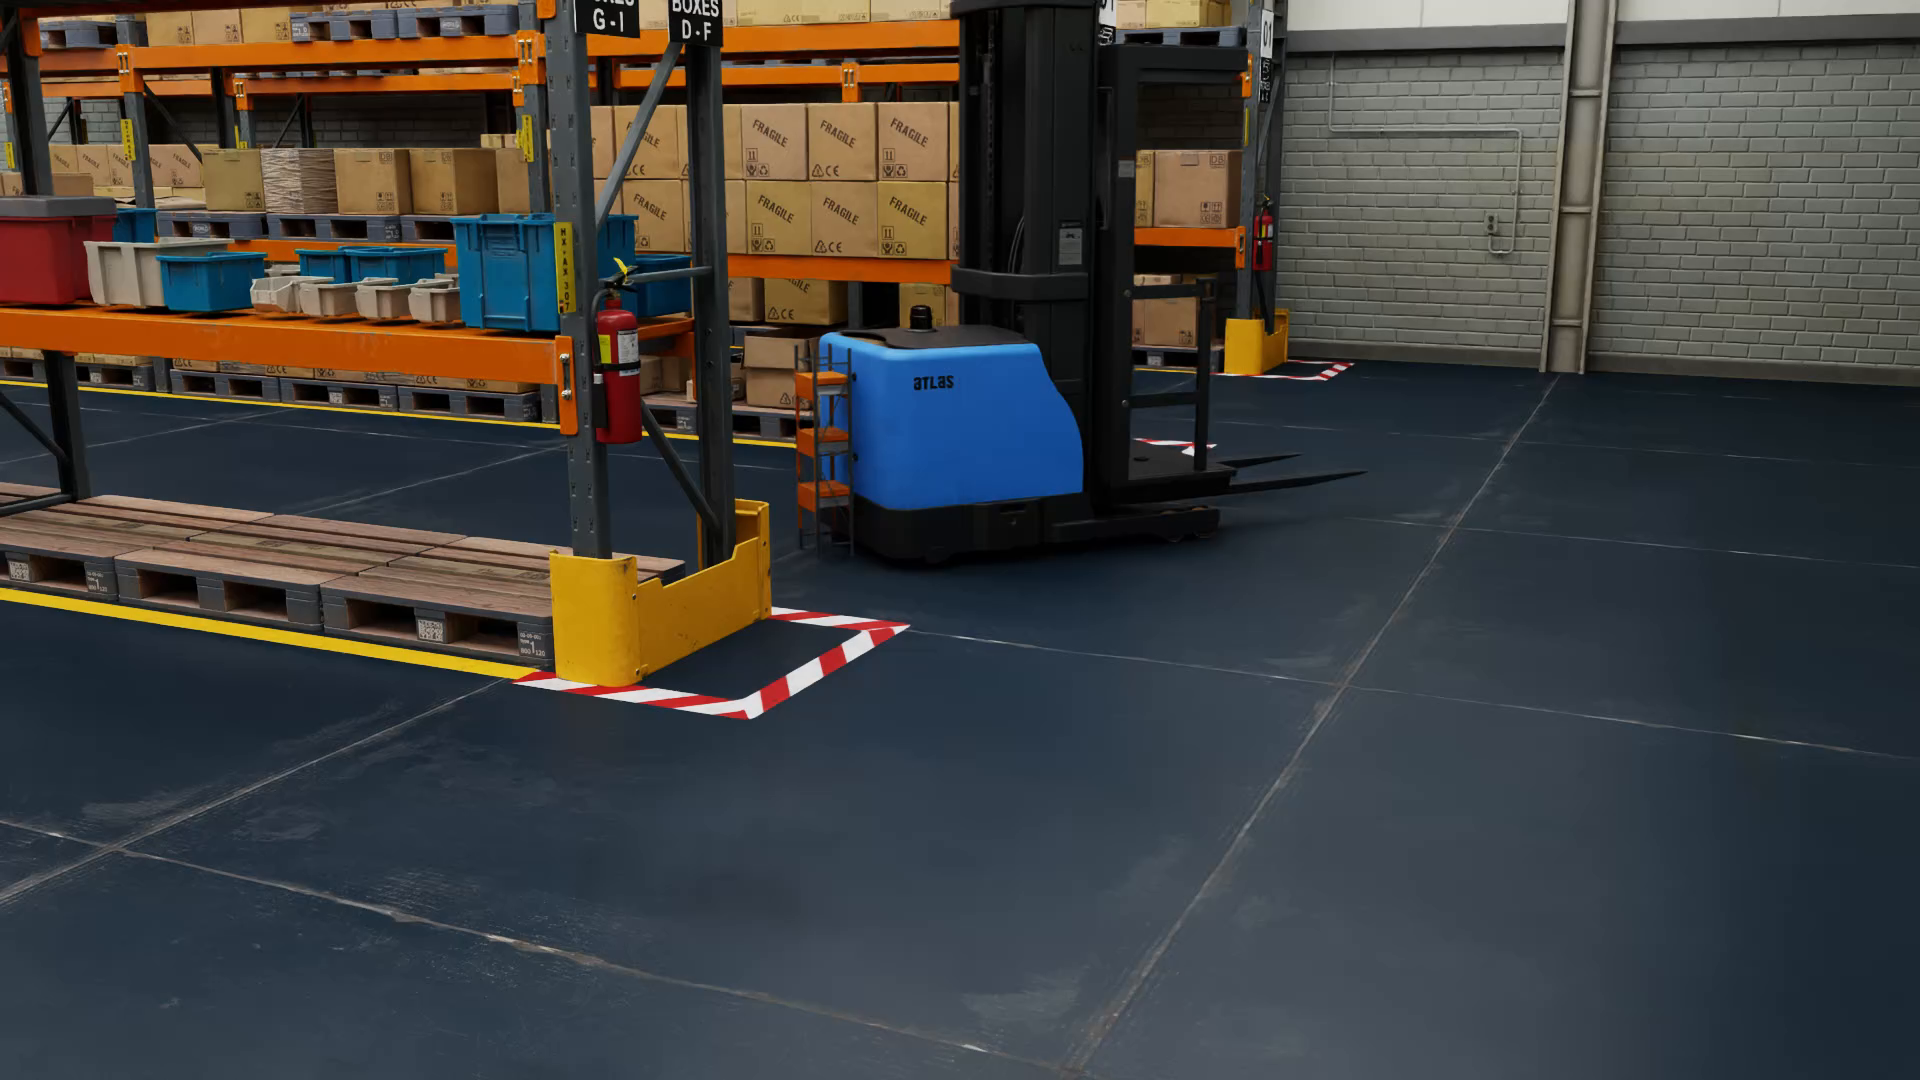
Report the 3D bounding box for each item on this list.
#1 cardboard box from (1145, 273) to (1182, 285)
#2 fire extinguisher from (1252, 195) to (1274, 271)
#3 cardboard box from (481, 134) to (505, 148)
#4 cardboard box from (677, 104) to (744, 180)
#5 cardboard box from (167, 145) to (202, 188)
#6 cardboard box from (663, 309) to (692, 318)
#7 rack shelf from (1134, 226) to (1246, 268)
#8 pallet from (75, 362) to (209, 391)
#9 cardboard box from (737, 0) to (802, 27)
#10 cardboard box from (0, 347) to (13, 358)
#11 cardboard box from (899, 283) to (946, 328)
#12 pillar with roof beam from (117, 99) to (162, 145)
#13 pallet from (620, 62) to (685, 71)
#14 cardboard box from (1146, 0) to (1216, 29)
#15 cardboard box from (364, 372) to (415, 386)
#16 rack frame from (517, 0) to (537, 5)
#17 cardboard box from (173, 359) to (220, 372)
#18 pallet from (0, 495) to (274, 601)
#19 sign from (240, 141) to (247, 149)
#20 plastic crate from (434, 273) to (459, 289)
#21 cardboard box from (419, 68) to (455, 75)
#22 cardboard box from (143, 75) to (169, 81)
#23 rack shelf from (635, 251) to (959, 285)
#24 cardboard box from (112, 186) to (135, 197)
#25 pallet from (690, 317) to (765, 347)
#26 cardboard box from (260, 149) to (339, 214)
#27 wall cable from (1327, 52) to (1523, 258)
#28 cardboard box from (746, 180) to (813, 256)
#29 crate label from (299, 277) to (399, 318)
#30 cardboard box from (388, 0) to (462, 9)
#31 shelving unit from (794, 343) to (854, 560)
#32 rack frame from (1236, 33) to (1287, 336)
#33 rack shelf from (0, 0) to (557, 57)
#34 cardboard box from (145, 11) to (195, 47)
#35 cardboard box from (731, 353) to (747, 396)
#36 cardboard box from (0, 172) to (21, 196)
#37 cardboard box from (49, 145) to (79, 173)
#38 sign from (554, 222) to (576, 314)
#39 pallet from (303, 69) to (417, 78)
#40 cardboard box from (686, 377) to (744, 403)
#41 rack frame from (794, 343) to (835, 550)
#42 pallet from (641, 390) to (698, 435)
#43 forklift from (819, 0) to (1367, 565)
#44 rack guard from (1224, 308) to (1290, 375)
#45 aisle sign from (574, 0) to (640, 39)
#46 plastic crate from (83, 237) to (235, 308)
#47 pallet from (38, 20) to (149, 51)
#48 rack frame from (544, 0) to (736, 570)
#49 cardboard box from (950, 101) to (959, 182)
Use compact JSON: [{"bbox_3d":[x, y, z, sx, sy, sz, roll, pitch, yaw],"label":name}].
[{"bbox_3d":[1.910,-2.420,15.633,0.250,0.149,0.380,6,14,23],"label":"cardboard box"},{"bbox_3d":[2.732,-2.769,14.975,0.183,0.674,0.296,6,14,23],"label":"fire extinguisher"},{"bbox_3d":[-5.161,-4.470,18.636,0.250,0.149,0.380,3,14,14],"label":"cardboard box"},{"bbox_3d":[-1.620,-2.771,11.592,0.500,0.500,0.500,5,14,22],"label":"cardboard box"},{"bbox_3d":[-9.206,-4.535,20.158,0.500,0.500,0.500,6,14,23],"label":"cardboard box"},{"bbox_3d":[-3.115,-2.819,17.988,0.750,0.750,0.750,6,14,23],"label":"cardboard box"},{"bbox_3d":[0.953,-2.933,16.265,4.000,0.370,1.077,6,14,23],"label":"rack shelf"},{"bbox_3d":[-7.273,-1.531,14.815,1.213,0.211,1.003,6,14,23],"label":"pallet"},{"bbox_3d":[-1.164,-3.585,11.229,0.500,0.250,0.500,6,14,23],"label":"cardboard box"},{"bbox_3d":[-8.519,-1.808,14.995,0.500,0.250,0.500,6,15,24],"label":"cardboard box"},{"bbox_3d":[-0.234,-2.366,16.822,0.500,0.500,0.700,6,14,24],"label":"cardboard box"},{"bbox_3d":[-12.601,-6.716,17.680,0.400,9.000,9.100,6,14,23],"label":"pillar with roof beam"},{"bbox_3d":[-2.899,-5.056,17.582,1.213,0.211,1.003,7,15,26],"label":"pallet"},{"bbox_3d":[2.004,-4.751,15.061,0.500,0.250,0.500,6,15,25],"label":"cardboard box"},{"bbox_3d":[-4.353,-1.511,13.135,0.500,0.500,0.500,6,14,24],"label":"cardboard box"},{"bbox_3d":[-2.879,-5.354,11.875,0.127,3.000,1.000,6,14,23],"label":"rack frame"},{"bbox_3d":[-6.236,-1.699,13.939,0.500,0.500,0.500,6,15,26],"label":"cardboard box"},{"bbox_3d":[-4.200,0.018,8.216,1.213,0.211,1.003,6,14,23],"label":"pallet"},{"bbox_3d":[-8.403,-4.516,19.541,0.005,0.325,0.100,6,14,23],"label":"sign"},{"bbox_3d":[-2.204,-1.131,7.457,0.298,0.136,0.250,6,14,23],"label":"plastic crate"},{"bbox_3d":[-5.681,-5.498,18.785,0.637,0.503,0.797,8,15,31],"label":"cardboard box"},{"bbox_3d":[-9.731,-5.816,20.144,0.500,0.500,0.500,5,14,21],"label":"cardboard box"},{"bbox_3d":[-1.050,-1.898,11.854,4.000,0.370,1.077,6,14,23],"label":"rack shelf"},{"bbox_3d":[-10.125,-4.264,20.643,0.500,0.250,0.500,6,14,24],"label":"cardboard box"},{"bbox_3d":[-2.731,-2.279,18.006,1.213,0.211,1.003,6,14,23],"label":"pallet"},{"bbox_3d":[-5.156,-2.898,13.399,0.500,0.500,0.700,9,16,34],"label":"cardboard box"},{"bbox_3d":[4.335,-3.672,15.615,1.851,1.984,0.084,6,14,23],"label":"wall cable"},{"bbox_3d":[-1.132,-2.238,11.508,0.500,0.500,0.500,6,14,22],"label":"cardboard box"},{"bbox_3d":[-2.574,-1.018,6.974,0.243,0.136,0.396,6,14,23],"label":"crate label"},{"bbox_3d":[-3.930,-4.315,12.654,0.600,0.600,0.600,6,14,23],"label":"cardboard box"},{"bbox_3d":[-0.682,-0.446,8.357,0.215,1.050,0.252,-7,15,-26],"label":"shelving unit"},{"bbox_3d":[2.781,-3.099,15.394,0.127,3.000,1.000,6,14,23],"label":"rack frame"},{"bbox_3d":[-3.060,-2.324,7.103,4.000,0.370,1.077,6,14,23],"label":"rack shelf"},{"bbox_3d":[-6.123,-4.279,13.641,0.500,0.500,0.910,6,14,23],"label":"cardboard box"},{"bbox_3d":[-1.557,-1.276,12.549,0.500,0.311,0.500,6,14,23],"label":"cardboard box"},{"bbox_3d":[-8.558,-3.053,14.981,0.500,0.500,0.500,6,14,23],"label":"cardboard box"},{"bbox_3d":[-11.085,-4.726,20.973,0.500,0.500,0.500,6,14,23],"label":"cardboard box"},{"bbox_3d":[-1.439,-0.992,6.061,0.005,0.325,0.100,6,14,23],"label":"sign"},{"bbox_3d":[-6.719,-5.403,19.060,1.003,0.211,1.213,6,14,23],"label":"pallet"},{"bbox_3d":[-1.788,-1.106,12.143,0.250,0.166,0.380,6,14,23],"label":"cardboard box"},{"bbox_3d":[-0.737,-0.471,8.463,0.200,1.050,0.008,-7,15,-26],"label":"rack frame"},{"bbox_3d":[-2.251,-1.012,12.607,1.213,0.211,1.003,6,14,23],"label":"pallet"},{"bbox_3d":[0.807,-1.517,8.803,3.031,2.935,1.130,-6,15,-25],"label":"forklift"},{"bbox_3d":[2.803,-1.879,15.670,0.348,0.500,1.175,6,14,23],"label":"rack guard"},{"bbox_3d":[-1.284,-2.227,5.989,0.004,0.787,0.394,6,14,23],"label":"aisle sign"},{"bbox_3d":[-3.567,-1.191,7.393,0.530,0.282,0.437,6,14,23],"label":"plastic crate"},{"bbox_3d":[-7.193,-4.216,14.004,1.003,0.211,1.213,7,15,26],"label":"pallet"},{"bbox_3d":[-1.231,-1.029,6.575,0.127,3.000,1.000,6,14,23],"label":"rack frame"},{"bbox_3d":[0.260,-2.583,10.788,0.500,0.500,0.500,6,14,23],"label":"cardboard box"}]
